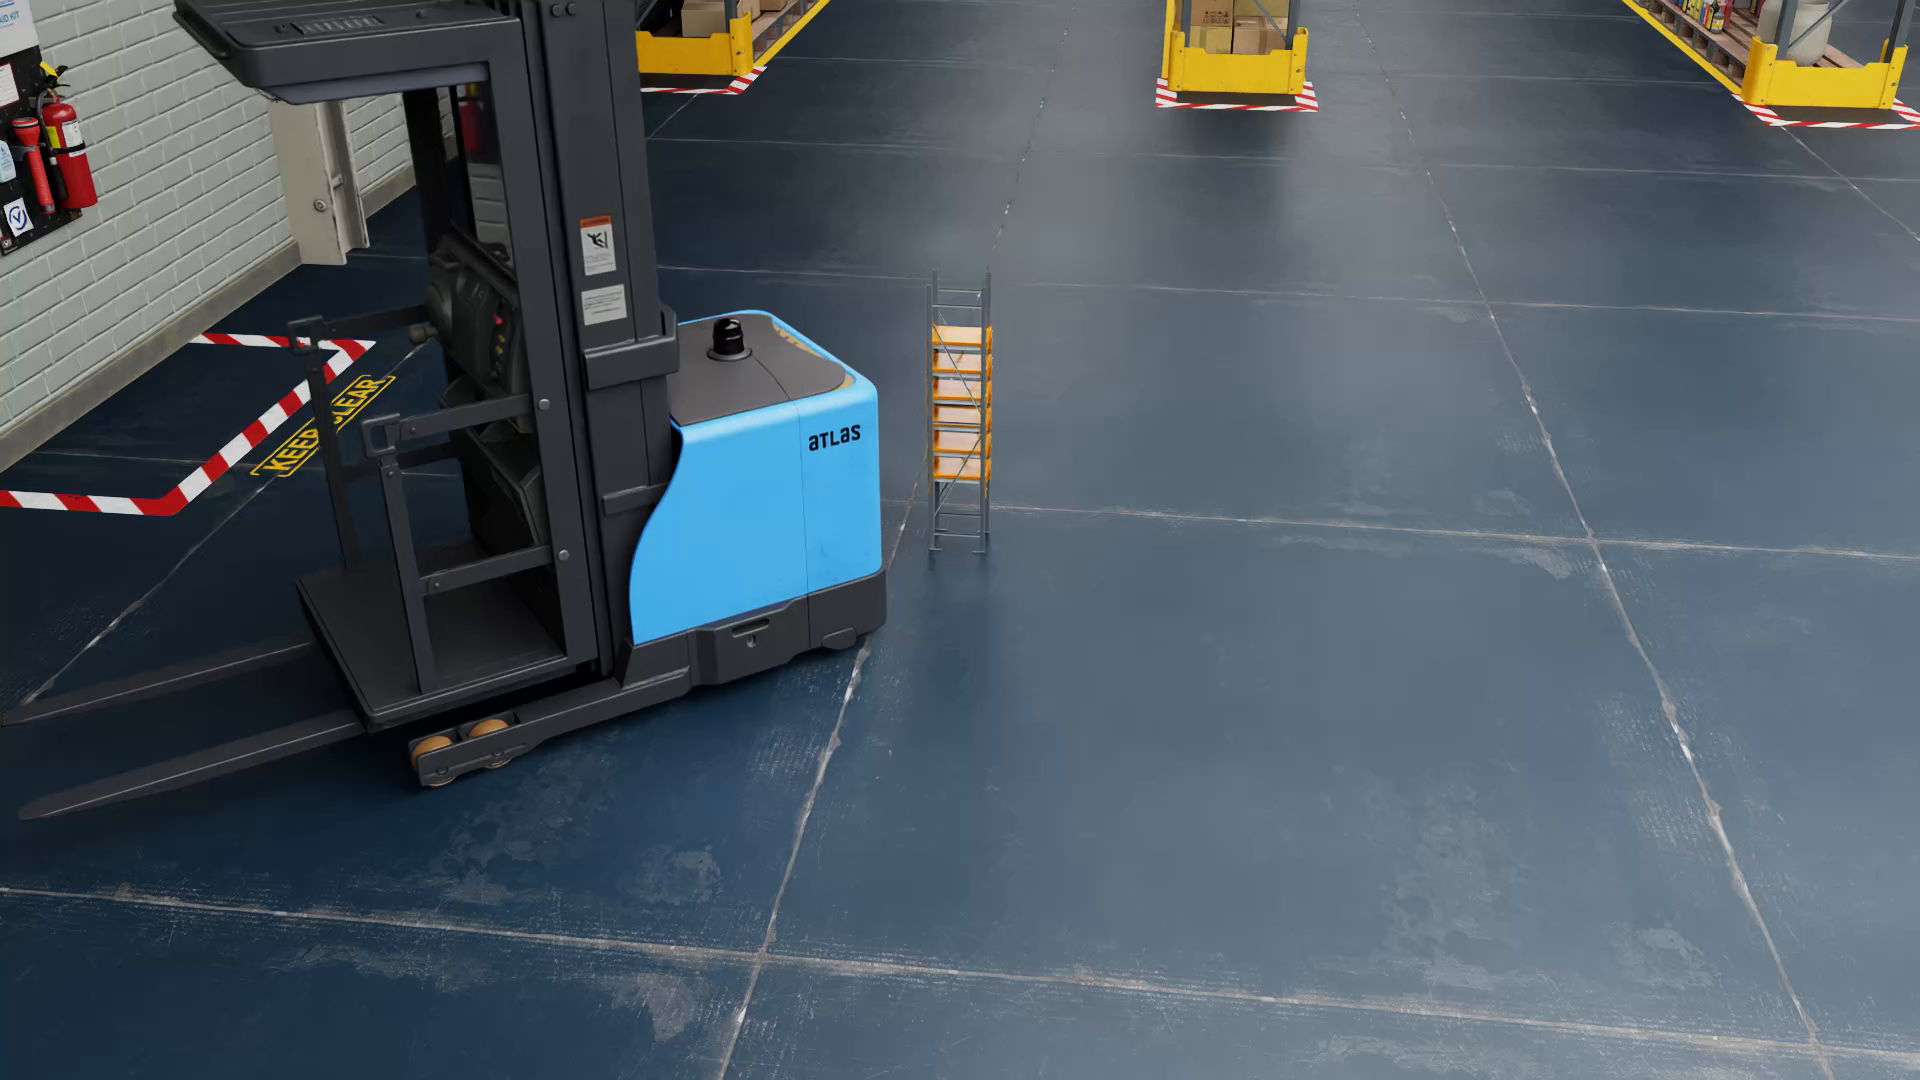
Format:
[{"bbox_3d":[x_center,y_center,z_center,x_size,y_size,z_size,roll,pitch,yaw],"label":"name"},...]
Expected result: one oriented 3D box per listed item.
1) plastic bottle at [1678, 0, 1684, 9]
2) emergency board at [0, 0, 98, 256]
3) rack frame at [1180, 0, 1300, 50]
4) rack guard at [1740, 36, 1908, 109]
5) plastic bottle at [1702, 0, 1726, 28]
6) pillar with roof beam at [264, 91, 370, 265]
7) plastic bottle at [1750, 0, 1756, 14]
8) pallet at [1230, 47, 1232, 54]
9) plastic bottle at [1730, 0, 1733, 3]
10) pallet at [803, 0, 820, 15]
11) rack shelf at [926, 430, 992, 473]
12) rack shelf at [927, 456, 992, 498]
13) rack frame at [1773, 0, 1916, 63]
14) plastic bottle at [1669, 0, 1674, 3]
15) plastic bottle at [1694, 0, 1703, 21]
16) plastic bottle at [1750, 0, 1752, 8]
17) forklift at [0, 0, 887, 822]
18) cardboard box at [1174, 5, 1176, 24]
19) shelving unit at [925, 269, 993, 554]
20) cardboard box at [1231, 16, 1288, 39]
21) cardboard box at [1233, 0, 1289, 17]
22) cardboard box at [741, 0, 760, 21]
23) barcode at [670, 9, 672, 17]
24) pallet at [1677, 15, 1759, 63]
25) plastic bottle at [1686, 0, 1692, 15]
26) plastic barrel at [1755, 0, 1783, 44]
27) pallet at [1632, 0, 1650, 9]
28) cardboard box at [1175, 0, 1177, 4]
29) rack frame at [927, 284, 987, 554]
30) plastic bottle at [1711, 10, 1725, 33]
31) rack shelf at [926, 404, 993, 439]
[{"bbox_3d":[7.288,-5.486,16.599,0.144,0.351,0.185,2,28,4],"label":"plastic bottle"},{"bbox_3d":[-4.349,-1.990,7.781,0.194,1.169,0.643,3,28,6],"label":"emergency board"},{"bbox_3d":[2.416,-5.310,13.943,1.000,3.000,0.127,3,28,6],"label":"rack frame"},{"bbox_3d":[7.294,-3.958,14.070,1.175,0.500,0.348,3,28,6],"label":"rack guard"},{"bbox_3d":[7.180,-5.022,15.816,0.152,0.276,0.135,4,29,7],"label":"plastic bottle"},{"bbox_3d":[0.264,-5.542,8.049,9.100,9.000,0.400,3,28,6],"label":"pillar with roof beam"},{"bbox_3d":[7.861,-5.332,16.385,0.061,0.283,0.133,3,28,6],"label":"plastic bottle"},{"bbox_3d":[2.468,-4.444,15.277,1.003,0.211,1.213,3,28,6],"label":"pallet"},{"bbox_3d":[7.886,-5.619,16.846,0.144,0.351,0.185,3,28,6],"label":"plastic bottle"},{"bbox_3d":[-2.058,-5.933,18.040,1.003,0.211,1.213,3,28,6],"label":"pallet"},{"bbox_3d":[-0.002,-0.377,7.031,0.258,0.103,0.180,3,28,6],"label":"rack shelf"},{"bbox_3d":[-0.002,-0.271,7.088,0.258,0.103,0.180,3,28,6],"label":"rack shelf"},{"bbox_3d":[7.332,-5.020,13.405,1.000,3.000,0.127,3,28,6],"label":"rack frame"},{"bbox_3d":[7.335,-5.619,16.925,0.152,0.276,0.135,4,29,8],"label":"plastic bottle"},{"bbox_3d":[7.213,-5.198,16.065,0.144,0.351,0.185,5,29,8],"label":"plastic bottle"},{"bbox_3d":[8.005,-5.520,16.663,0.144,0.351,0.185,2,28,4],"label":"plastic bottle"},{"bbox_3d":[-1.811,-0.735,5.525,3.031,2.935,1.130,-16,32,-28],"label":"forklift"},{"bbox_3d":[2.238,-4.790,15.434,0.500,0.250,0.500,3,28,6],"label":"cardboard box"},{"bbox_3d":[-0.002,-0.521,6.953,0.258,1.200,0.189,3,28,6],"label":"shelving unit"},{"bbox_3d":[2.760,-4.759,15.377,0.500,0.250,0.500,3,28,6],"label":"cardboard box"},{"bbox_3d":[2.762,-5.089,15.199,0.500,0.500,0.500,3,28,6],"label":"cardboard box"},{"bbox_3d":[-2.257,-5.194,16.100,0.500,0.311,0.500,6,29,10],"label":"cardboard box"},{"bbox_3d":[-2.721,-4.962,15.659,0.001,0.075,0.075,3,28,6],"label":"barcode"},{"bbox_3d":[7.551,-4.786,15.910,1.003,0.211,1.213,3,28,6],"label":"pallet"},{"bbox_3d":[7.230,-5.288,16.389,0.097,0.201,0.097,0,28,0],"label":"plastic bottle"},{"bbox_3d":[7.398,-4.660,14.917,0.421,0.512,0.421,0,28,0],"label":"plastic barrel"},{"bbox_3d":[7.880,-6.047,18.252,1.003,0.211,1.213,3,28,6],"label":"pallet"},{"bbox_3d":[2.295,-5.355,15.694,0.500,0.500,0.500,3,28,6],"label":"cardboard box"},{"bbox_3d":[-0.013,-0.478,6.873,0.240,1.200,0.006,3,28,6],"label":"rack frame"},{"bbox_3d":[7.122,-4.872,15.617,0.097,0.201,0.097,0,28,0],"label":"plastic bottle"},{"bbox_3d":[-0.002,-0.482,6.974,0.258,0.103,0.180,3,28,6],"label":"rack shelf"}]
